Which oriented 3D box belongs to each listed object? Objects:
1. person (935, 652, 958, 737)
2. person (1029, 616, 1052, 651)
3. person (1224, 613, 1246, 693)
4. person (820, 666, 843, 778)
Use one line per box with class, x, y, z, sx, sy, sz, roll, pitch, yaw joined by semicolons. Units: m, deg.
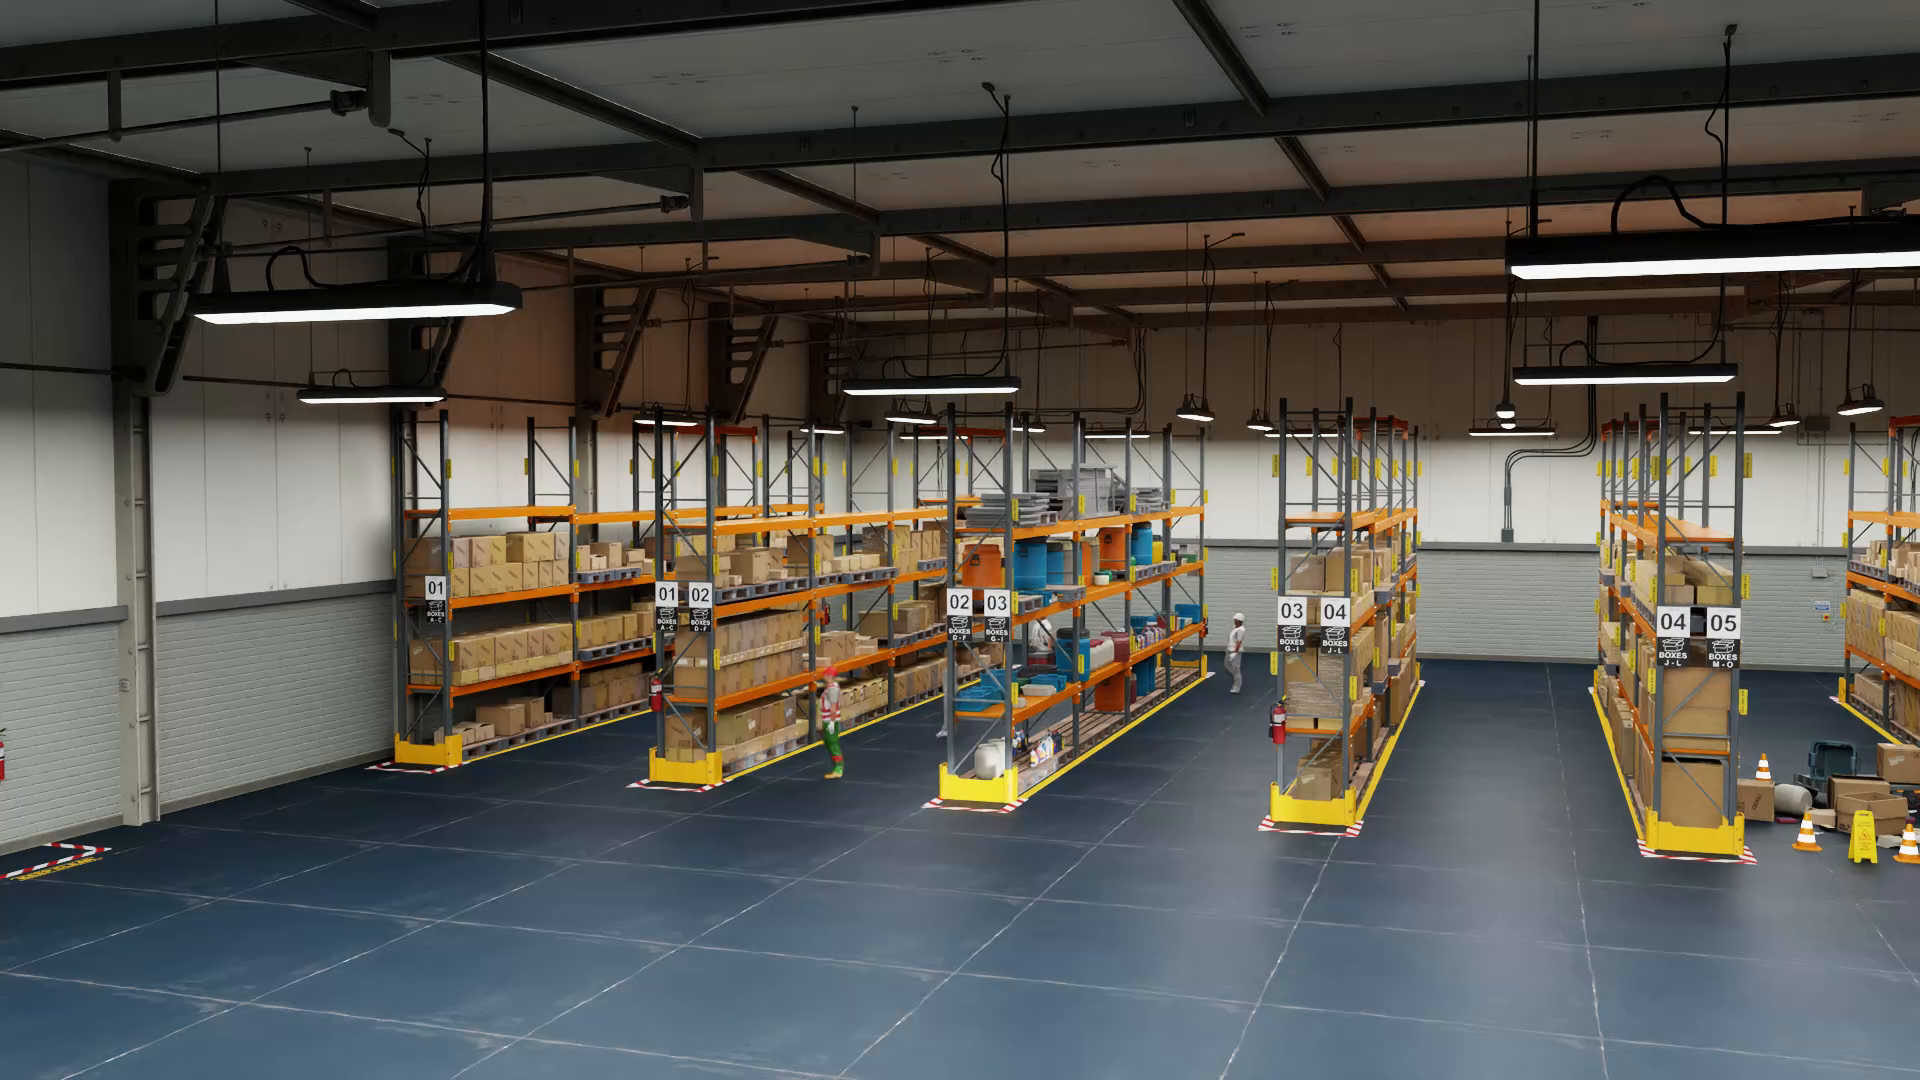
person;-0.234;2.864;31.178;0.394;1.610;0.525;0;2;10
person;1.941;2.456;39.066;0.898;1.738;0.591;-2;3;-32
person;6.148;2.514;37.247;0.459;1.778;0.674;-1;2;-12
person;-2.091;2.957;26.902;0.346;1.827;0.652;0;2;-10
